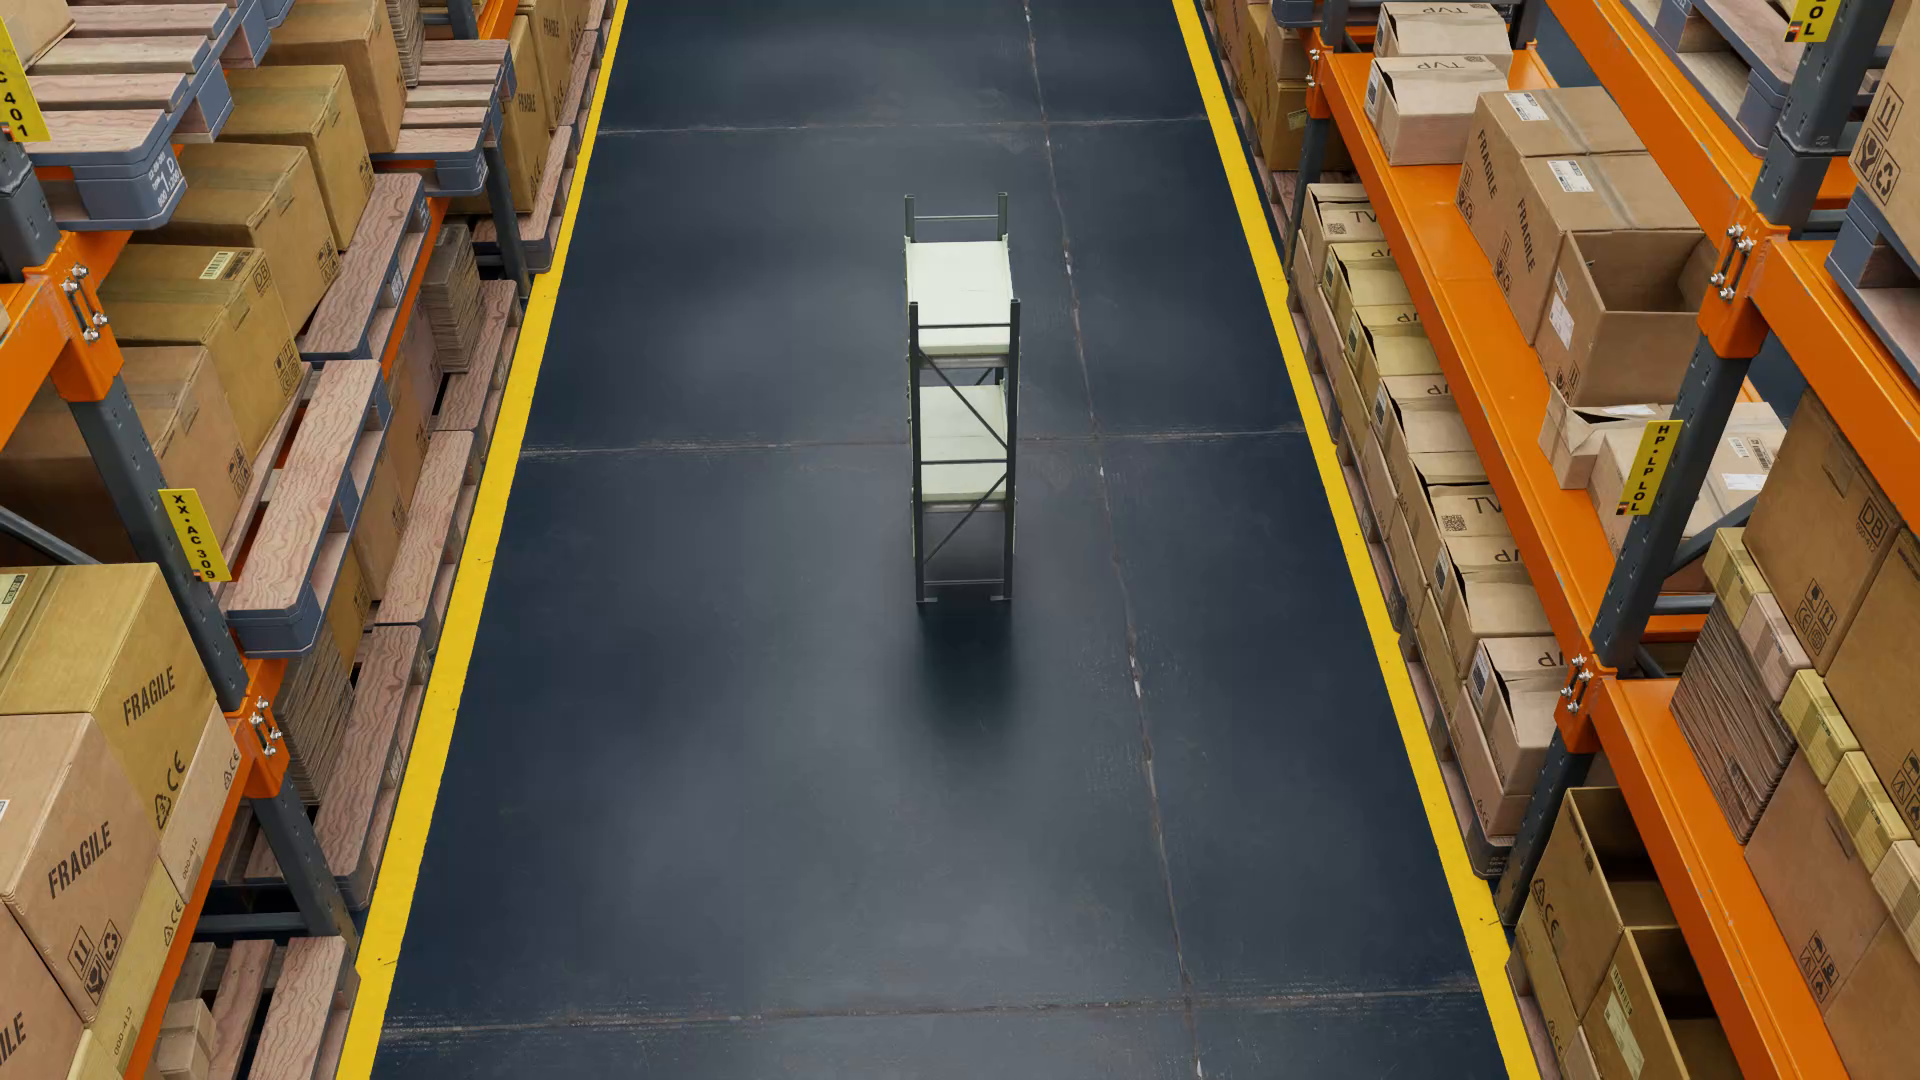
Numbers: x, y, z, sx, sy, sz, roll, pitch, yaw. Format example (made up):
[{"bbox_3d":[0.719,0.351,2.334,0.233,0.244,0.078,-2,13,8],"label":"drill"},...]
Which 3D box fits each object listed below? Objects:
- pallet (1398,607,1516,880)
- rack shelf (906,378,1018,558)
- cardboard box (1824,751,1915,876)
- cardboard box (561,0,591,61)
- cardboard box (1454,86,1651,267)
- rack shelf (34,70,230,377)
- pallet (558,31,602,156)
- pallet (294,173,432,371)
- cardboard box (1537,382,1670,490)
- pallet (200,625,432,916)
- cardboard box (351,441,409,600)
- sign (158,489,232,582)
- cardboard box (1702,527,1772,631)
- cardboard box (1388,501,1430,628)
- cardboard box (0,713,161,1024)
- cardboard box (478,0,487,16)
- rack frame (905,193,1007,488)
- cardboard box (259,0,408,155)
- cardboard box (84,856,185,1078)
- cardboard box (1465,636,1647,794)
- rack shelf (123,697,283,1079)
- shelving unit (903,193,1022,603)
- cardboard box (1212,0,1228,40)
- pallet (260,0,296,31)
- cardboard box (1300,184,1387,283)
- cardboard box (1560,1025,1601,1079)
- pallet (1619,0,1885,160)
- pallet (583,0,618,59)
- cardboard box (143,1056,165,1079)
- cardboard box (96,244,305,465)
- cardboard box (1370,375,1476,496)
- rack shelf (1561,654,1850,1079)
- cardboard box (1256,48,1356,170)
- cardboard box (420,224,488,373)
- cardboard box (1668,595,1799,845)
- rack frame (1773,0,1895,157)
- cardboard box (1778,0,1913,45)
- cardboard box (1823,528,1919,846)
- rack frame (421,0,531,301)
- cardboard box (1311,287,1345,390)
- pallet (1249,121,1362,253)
[{"bbox_3d":[2.312,0.717,6.311,1.003,0.211,1.213,-2,43,-2],"label":"pallet"},{"bbox_3d":[0.000,-0.308,6.959,0.431,0.370,0.720,-2,43,-2],"label":"rack shelf"},{"bbox_3d":[2.237,0.617,3.803,0.380,0.149,0.250,-2,43,-2],"label":"cardboard box"},{"bbox_3d":[-2.708,-3.398,10.017,0.750,0.750,0.750,0,43,0],"label":"cardboard box"},{"bbox_3d":[2.300,-1.419,6.505,0.500,0.500,0.500,-4,43,-4],"label":"cardboard box"},{"bbox_3d":[-2.651,-1.861,5.372,1.077,0.370,4.000,-2,43,-2],"label":"rack shelf"},{"bbox_3d":[-2.743,-2.698,10.037,1.003,0.211,1.213,-2,43,-2],"label":"pallet"},{"bbox_3d":[-2.611,-0.964,6.224,1.003,0.211,1.213,-2,43,-2],"label":"pallet"},{"bbox_3d":[2.162,-0.353,5.515,0.396,0.266,0.258,-3,43,-3],"label":"cardboard box"},{"bbox_3d":[-2.601,0.833,6.185,1.003,0.211,1.213,-2,43,-2],"label":"pallet"},{"bbox_3d":[-2.668,-0.100,6.663,0.700,0.500,0.500,-1,43,-1],"label":"cardboard box"},{"bbox_3d":[-2.025,-0.010,4.400,0.100,0.325,0.005,-2,43,-2],"label":"sign"},{"bbox_3d":[2.201,0.097,4.371,0.380,0.149,0.250,-2,43,-2],"label":"cardboard box"},{"bbox_3d":[2.034,0.086,6.661,0.500,0.250,0.500,-1,43,-1],"label":"cardboard box"},{"bbox_3d":[-2.210,0.749,3.754,0.500,0.500,0.500,-2,43,-2],"label":"cardboard box"},{"bbox_3d":[-2.521,-2.684,8.130,0.380,0.149,0.250,-1,43,-1],"label":"cardboard box"},{"bbox_3d":[-0.015,-0.795,7.008,0.400,1.500,0.023,-2,43,-2],"label":"rack frame"},{"bbox_3d":[-2.656,-1.876,6.677,0.700,0.500,0.500,-5,43,-6],"label":"cardboard box"},{"bbox_3d":[-2.231,1.026,4.007,0.500,0.250,0.500,-1,43,-2],"label":"cardboard box"},{"bbox_3d":[2.079,0.572,5.715,0.500,0.311,0.500,-2,43,-2],"label":"cardboard box"},{"bbox_3d":[-2.482,1.946,3.440,1.077,0.370,4.000,-2,43,-2],"label":"rack shelf"},{"bbox_3d":[0.000,-0.548,6.738,0.431,1.500,0.755,-2,43,-2],"label":"shelving unit"},{"bbox_3d":[1.867,-3.425,10.291,0.500,0.500,0.500,-1,43,-1],"label":"cardboard box"},{"bbox_3d":[-2.533,-1.826,4.941,1.213,0.211,1.003,-2,43,-2],"label":"pallet"},{"bbox_3d":[1.942,-1.501,7.976,0.500,0.311,0.500,0,43,0],"label":"cardboard box"},{"bbox_3d":[2.116,1.704,4.895,0.500,0.250,0.500,-2,43,-2],"label":"cardboard box"},{"bbox_3d":[2.332,-1.445,4.528,0.805,0.209,1.217,-3,43,-4],"label":"pallet"},{"bbox_3d":[-2.798,-3.524,10.938,1.003,0.211,1.213,-2,43,-2],"label":"pallet"},{"bbox_3d":[-2.482,1.789,4.603,0.500,0.500,0.500,-5,43,-5],"label":"cardboard box"},{"bbox_3d":[-2.571,-0.591,5.275,0.700,0.500,0.500,2,43,3],"label":"cardboard box"},{"bbox_3d":[2.014,-0.455,6.835,0.500,0.311,0.500,-2,43,-2],"label":"cardboard box"},{"bbox_3d":[2.468,1.801,3.598,1.077,0.370,4.000,-2,43,-2],"label":"rack shelf"},{"bbox_3d":[1.938,-2.380,9.151,0.500,0.500,0.500,0,43,0],"label":"cardboard box"},{"bbox_3d":[-2.654,-1.126,7.783,0.700,0.500,0.500,-1,43,-1],"label":"cardboard box"},{"bbox_3d":[2.408,0.448,4.467,0.700,0.500,0.500,-3,43,-3],"label":"cardboard box"},{"bbox_3d":[2.383,-2.026,2.801,1.000,3.000,0.127,-2,43,-2],"label":"rack frame"},{"bbox_3d":[2.366,-1.436,4.177,0.500,0.250,0.500,2,43,3],"label":"cardboard box"},{"bbox_3d":[2.430,0.311,3.657,0.700,0.500,0.500,-2,43,-2],"label":"cardboard box"},{"bbox_3d":[-2.736,-2.370,7.616,1.000,3.000,0.127,-2,43,-2],"label":"rack frame"},{"bbox_3d":[1.964,-0.955,7.796,0.500,0.250,0.500,-3,43,-3],"label":"cardboard box"},{"bbox_3d":[2.219,-1.992,9.267,1.003,0.211,1.213,-2,43,-2],"label":"pallet"}]
